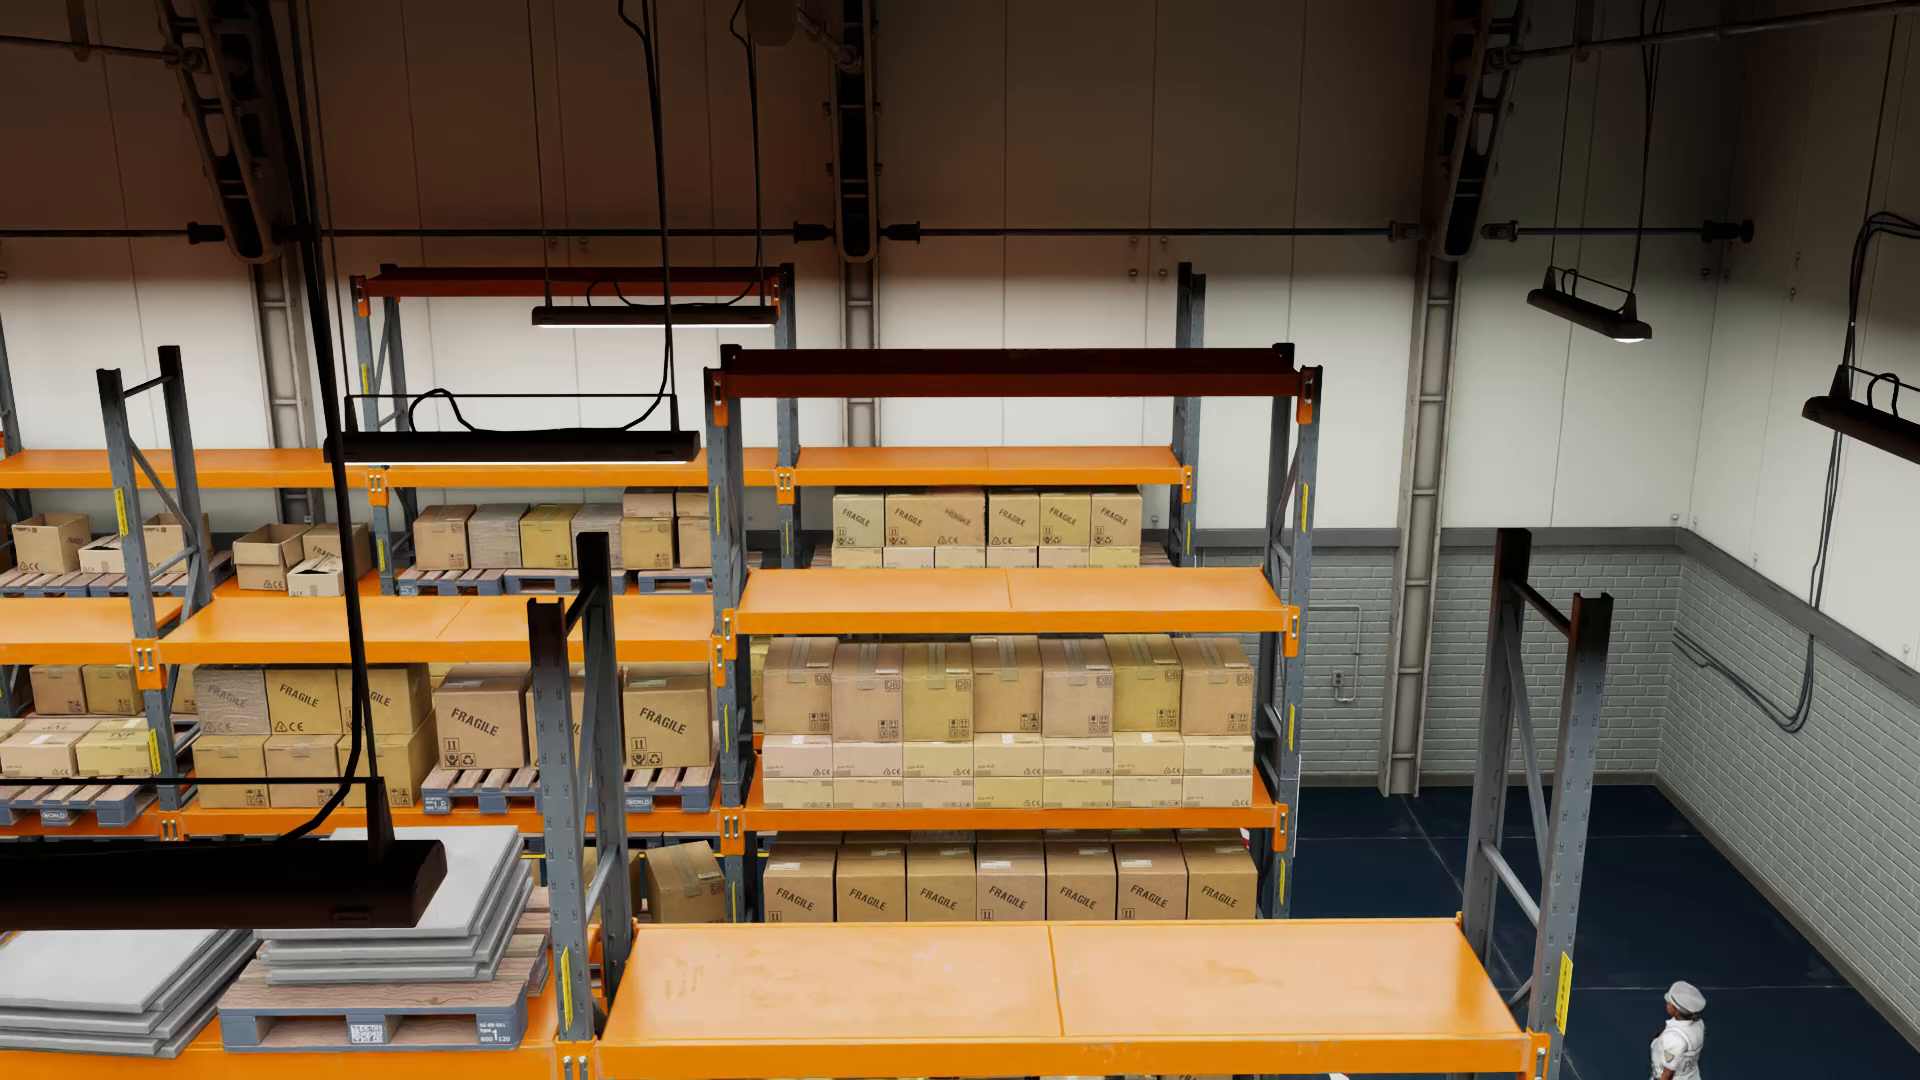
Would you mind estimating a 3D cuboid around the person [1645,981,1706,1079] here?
[{"bbox_3d":[5.159,3.947,11.932,0.456,1.674,0.558,-14,21,-40],"label":"person"}]
